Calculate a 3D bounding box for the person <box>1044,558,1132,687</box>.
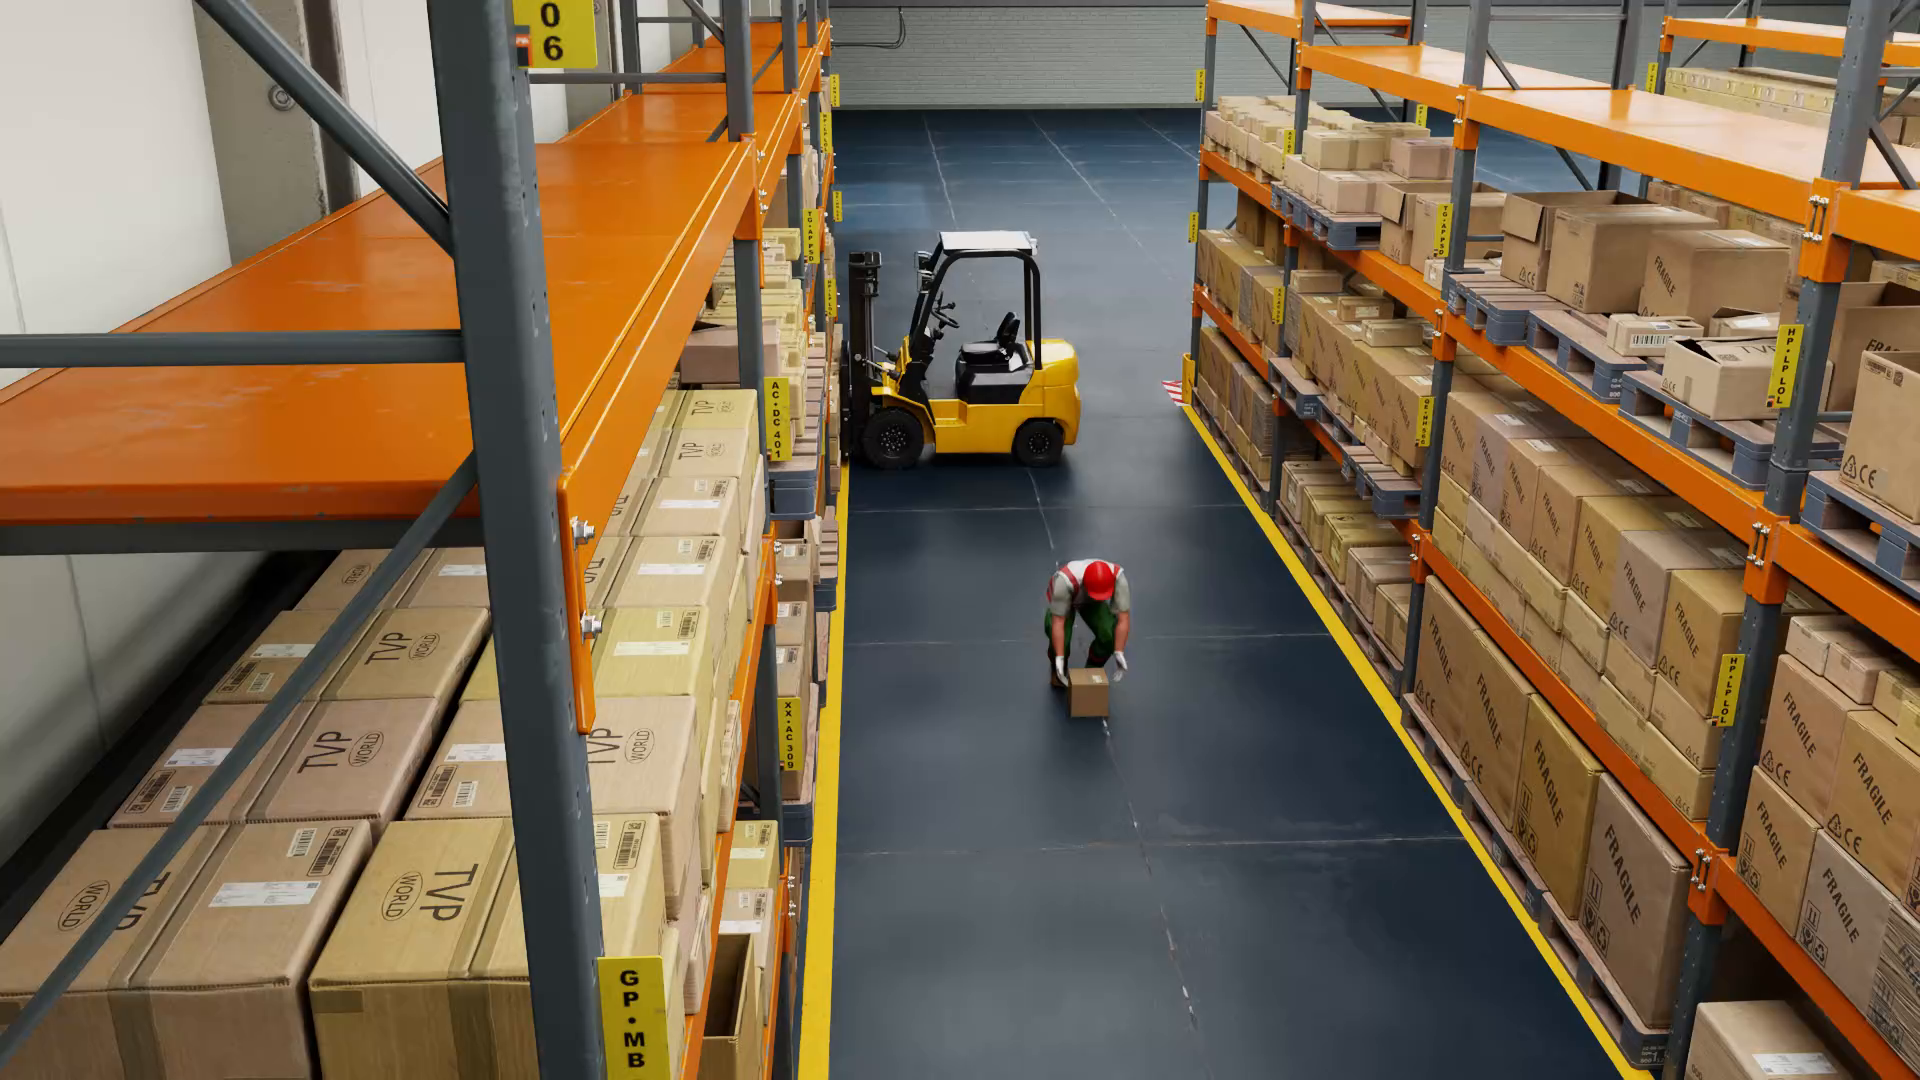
[{"bbox_3d":[0.876,0.532,11.510,0.579,1.065,0.870,-1,20,-3],"label":"person"}]
